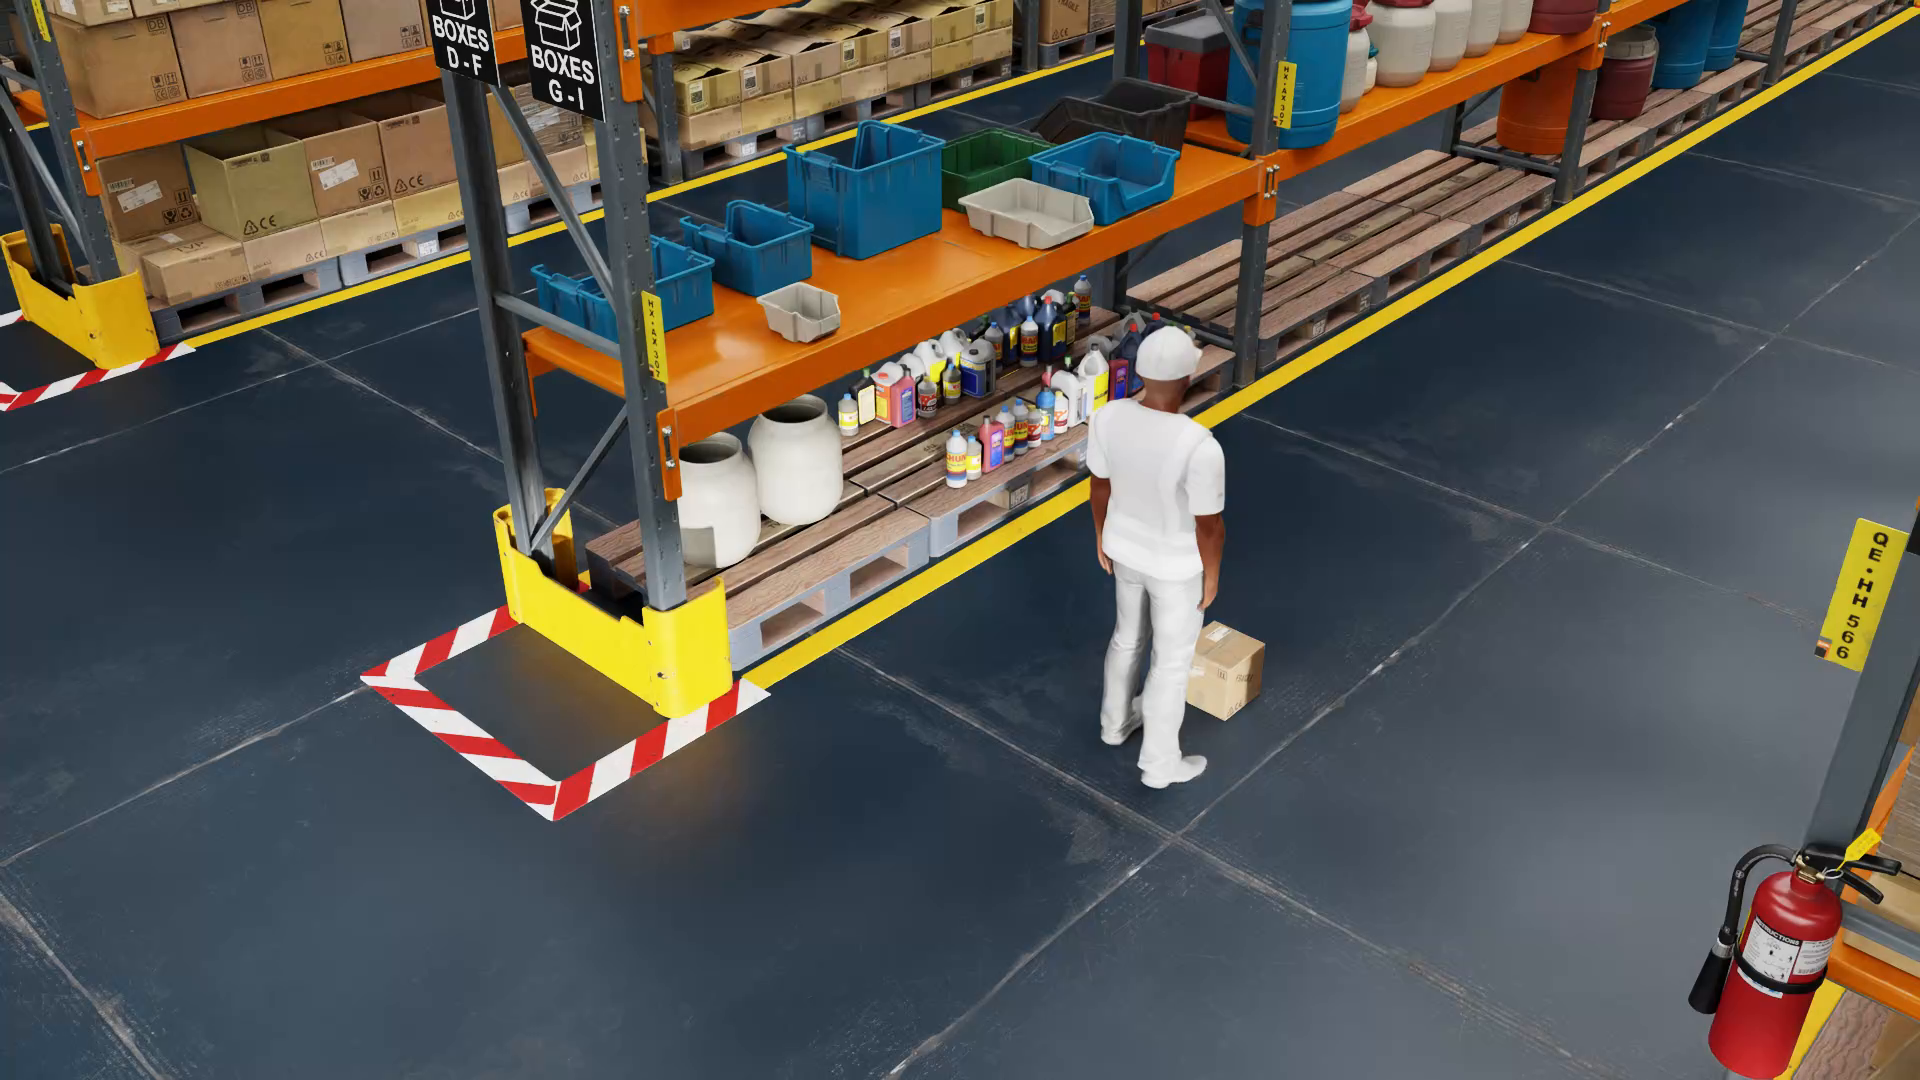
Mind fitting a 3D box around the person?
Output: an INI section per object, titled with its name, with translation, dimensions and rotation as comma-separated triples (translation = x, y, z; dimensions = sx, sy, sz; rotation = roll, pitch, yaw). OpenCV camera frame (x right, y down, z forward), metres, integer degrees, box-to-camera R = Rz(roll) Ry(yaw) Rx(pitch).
[person]
translation = 0.712, 0.060, 6.043
dimensions = 0.567, 1.787, 0.424
rotation = 26, 39, 36
